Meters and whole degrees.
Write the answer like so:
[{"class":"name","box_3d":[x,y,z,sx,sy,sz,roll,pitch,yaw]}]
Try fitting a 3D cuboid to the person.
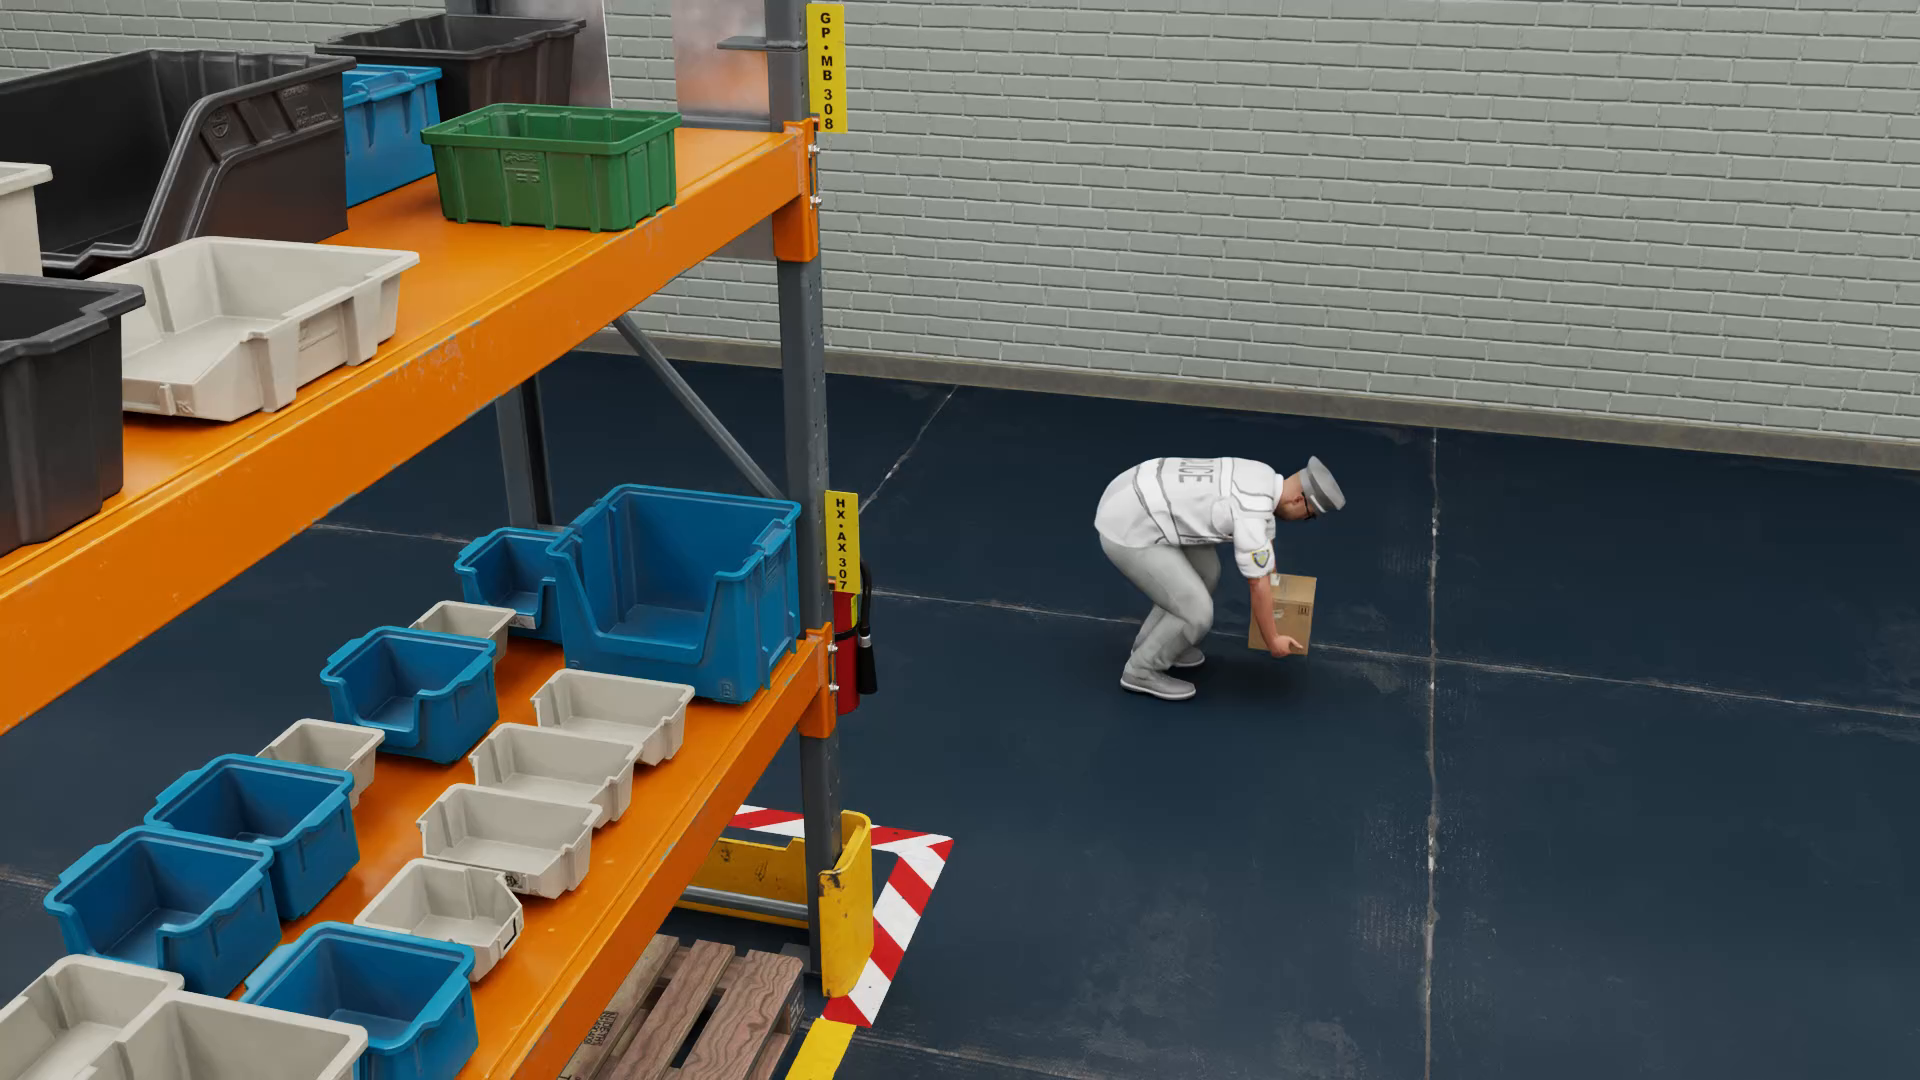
[{"class":"person","box_3d":[1.085,0.135,7.110,1.028,1.077,0.535,5,26,11]}]
